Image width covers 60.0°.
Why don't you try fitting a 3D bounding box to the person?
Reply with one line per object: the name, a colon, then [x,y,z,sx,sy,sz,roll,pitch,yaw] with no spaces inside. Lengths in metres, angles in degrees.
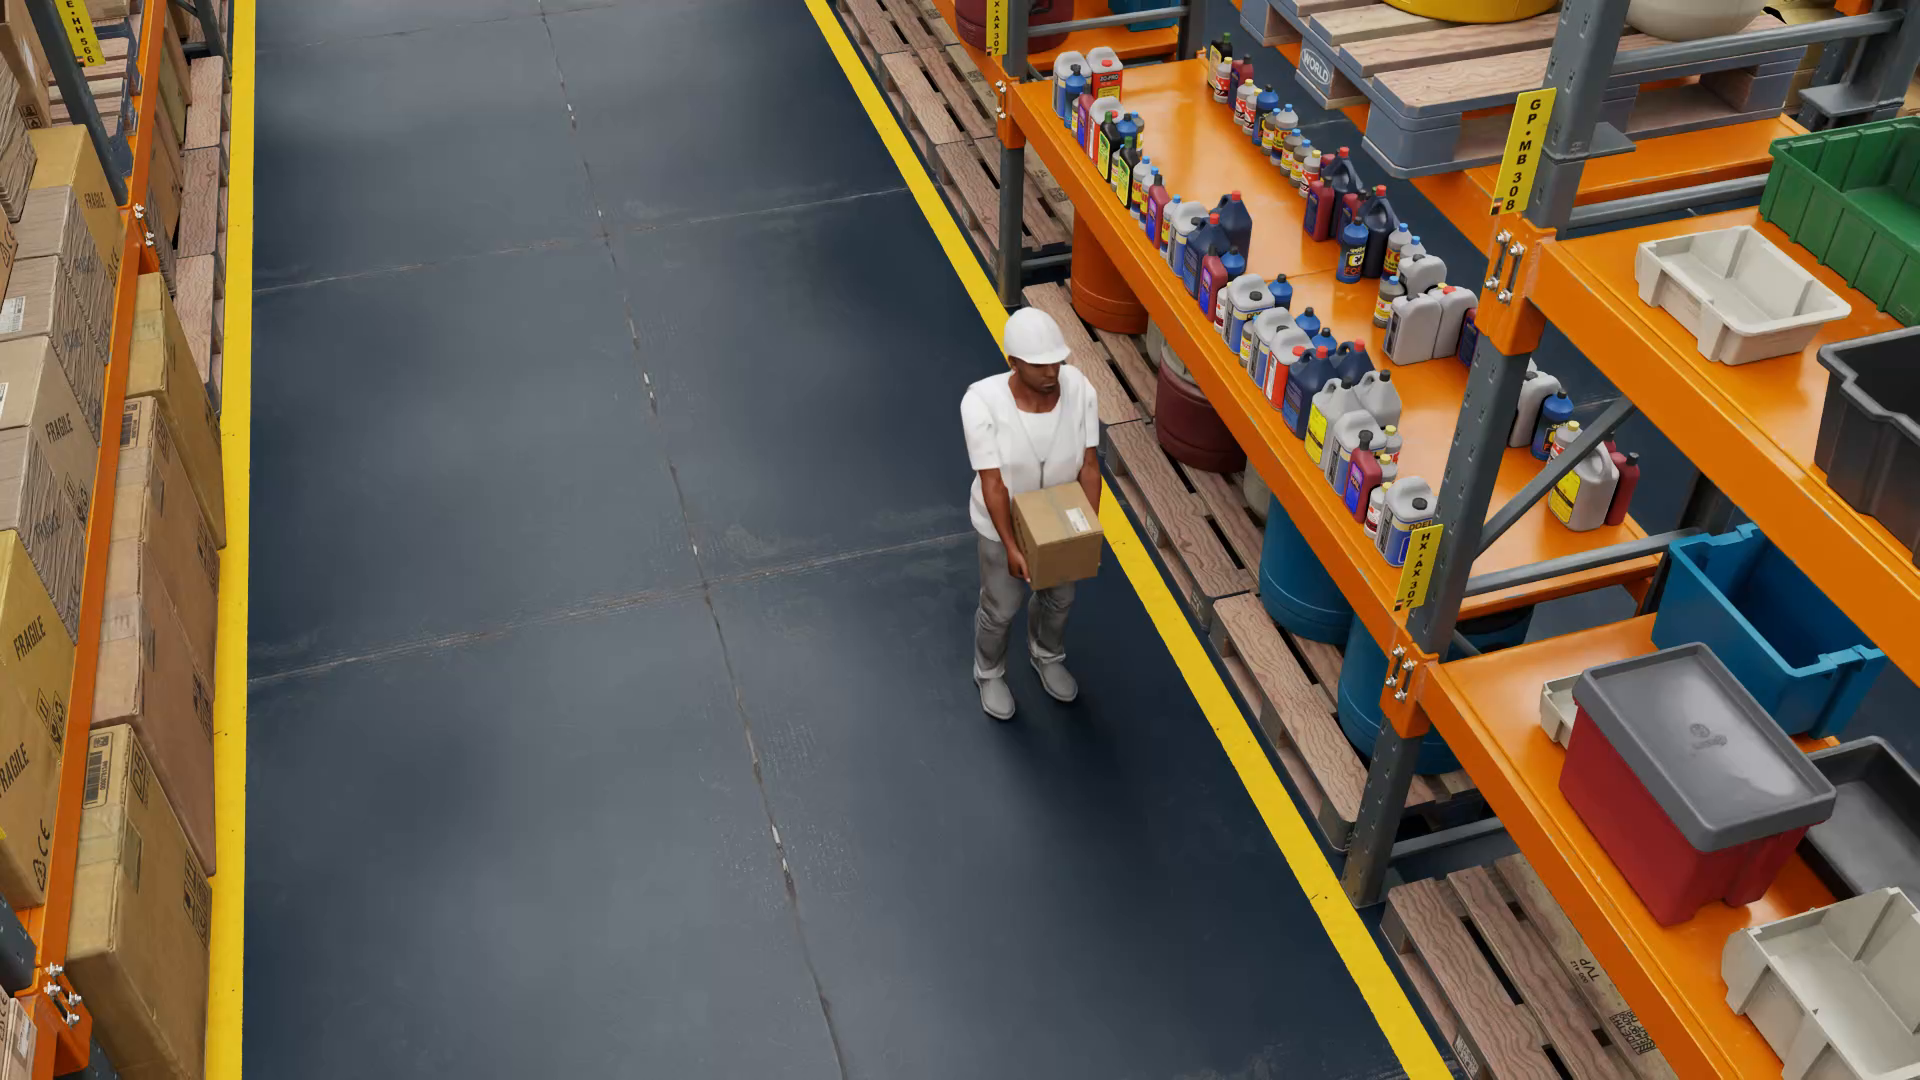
person: [0.296,-0.023,6.172,0.504,1.760,0.575,-13,44,-14]
